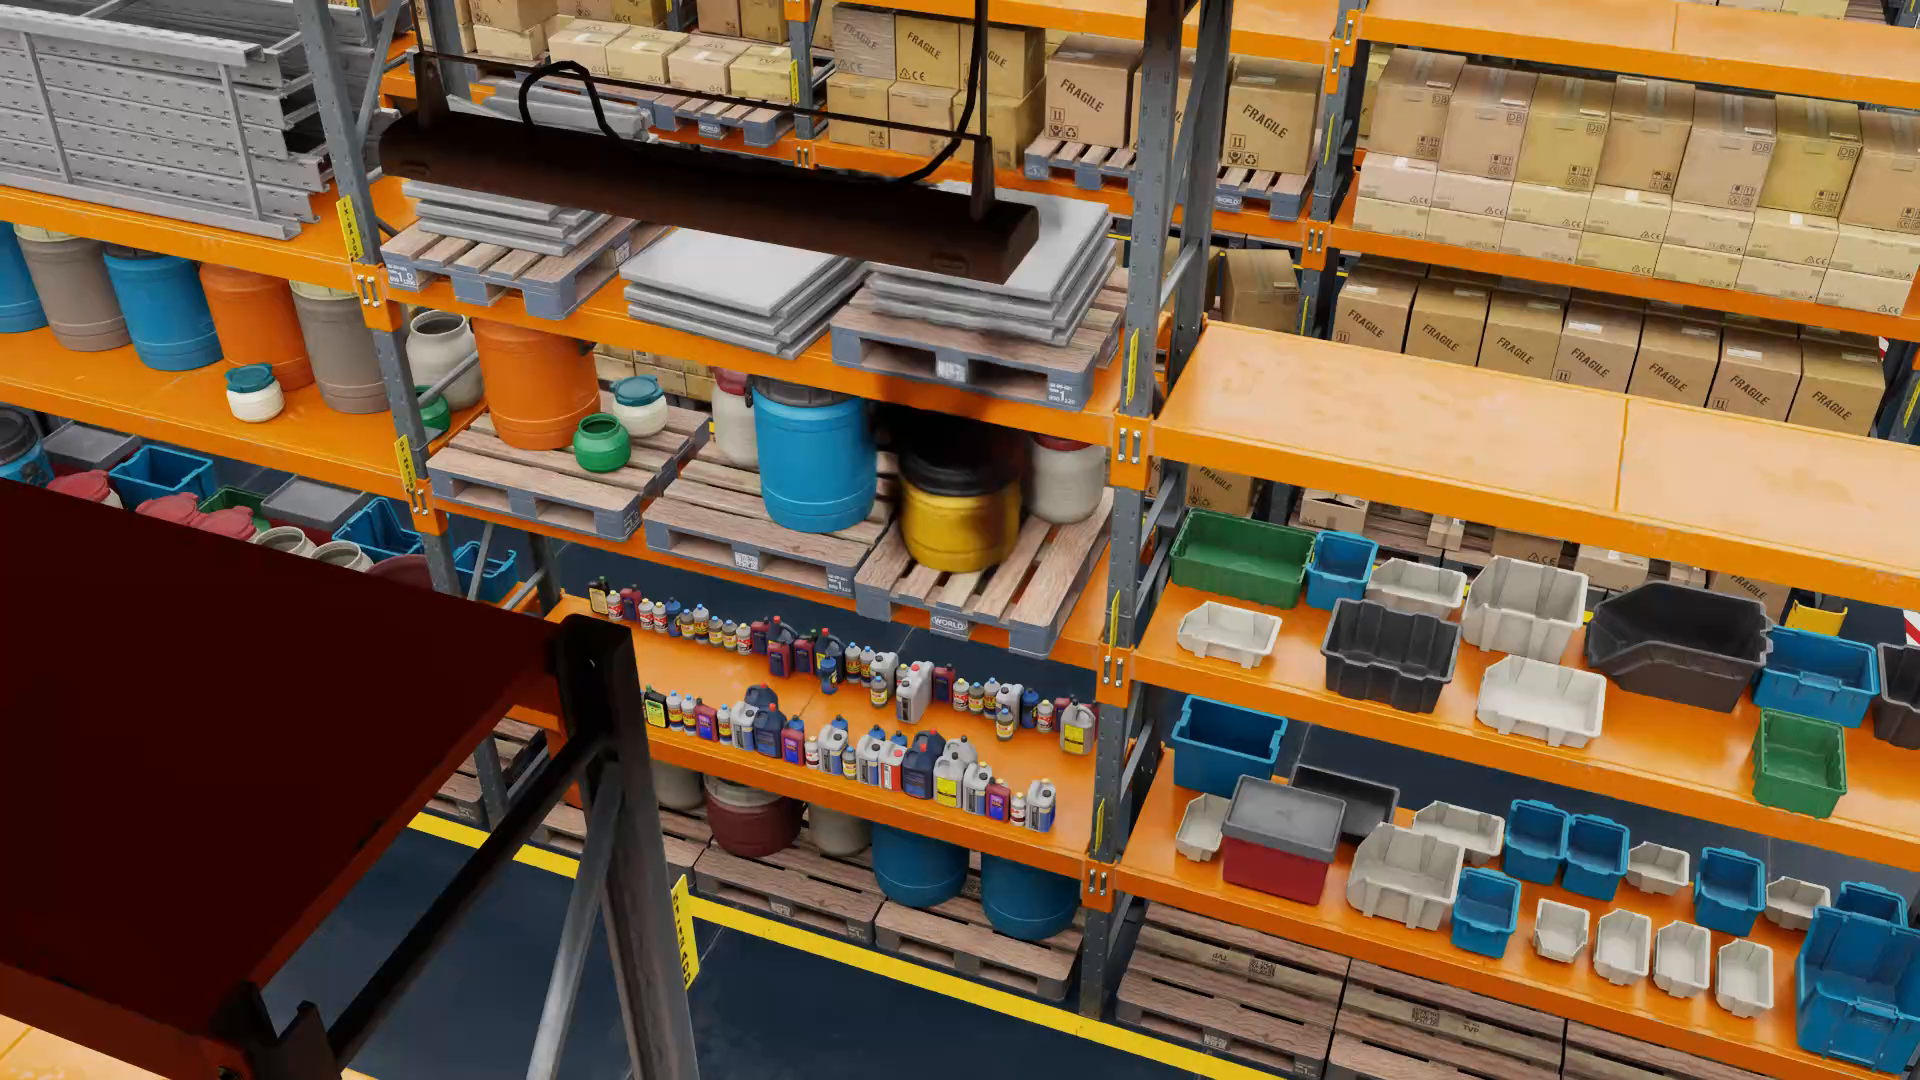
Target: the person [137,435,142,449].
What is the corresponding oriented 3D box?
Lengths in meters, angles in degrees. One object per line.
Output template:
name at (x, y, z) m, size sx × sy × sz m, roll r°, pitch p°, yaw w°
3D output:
person at (-6.698, -0.918, 13.095) m, size 0.917 × 1.765 × 0.700 m, roll 9°, pitch 37°, yaw 11°
